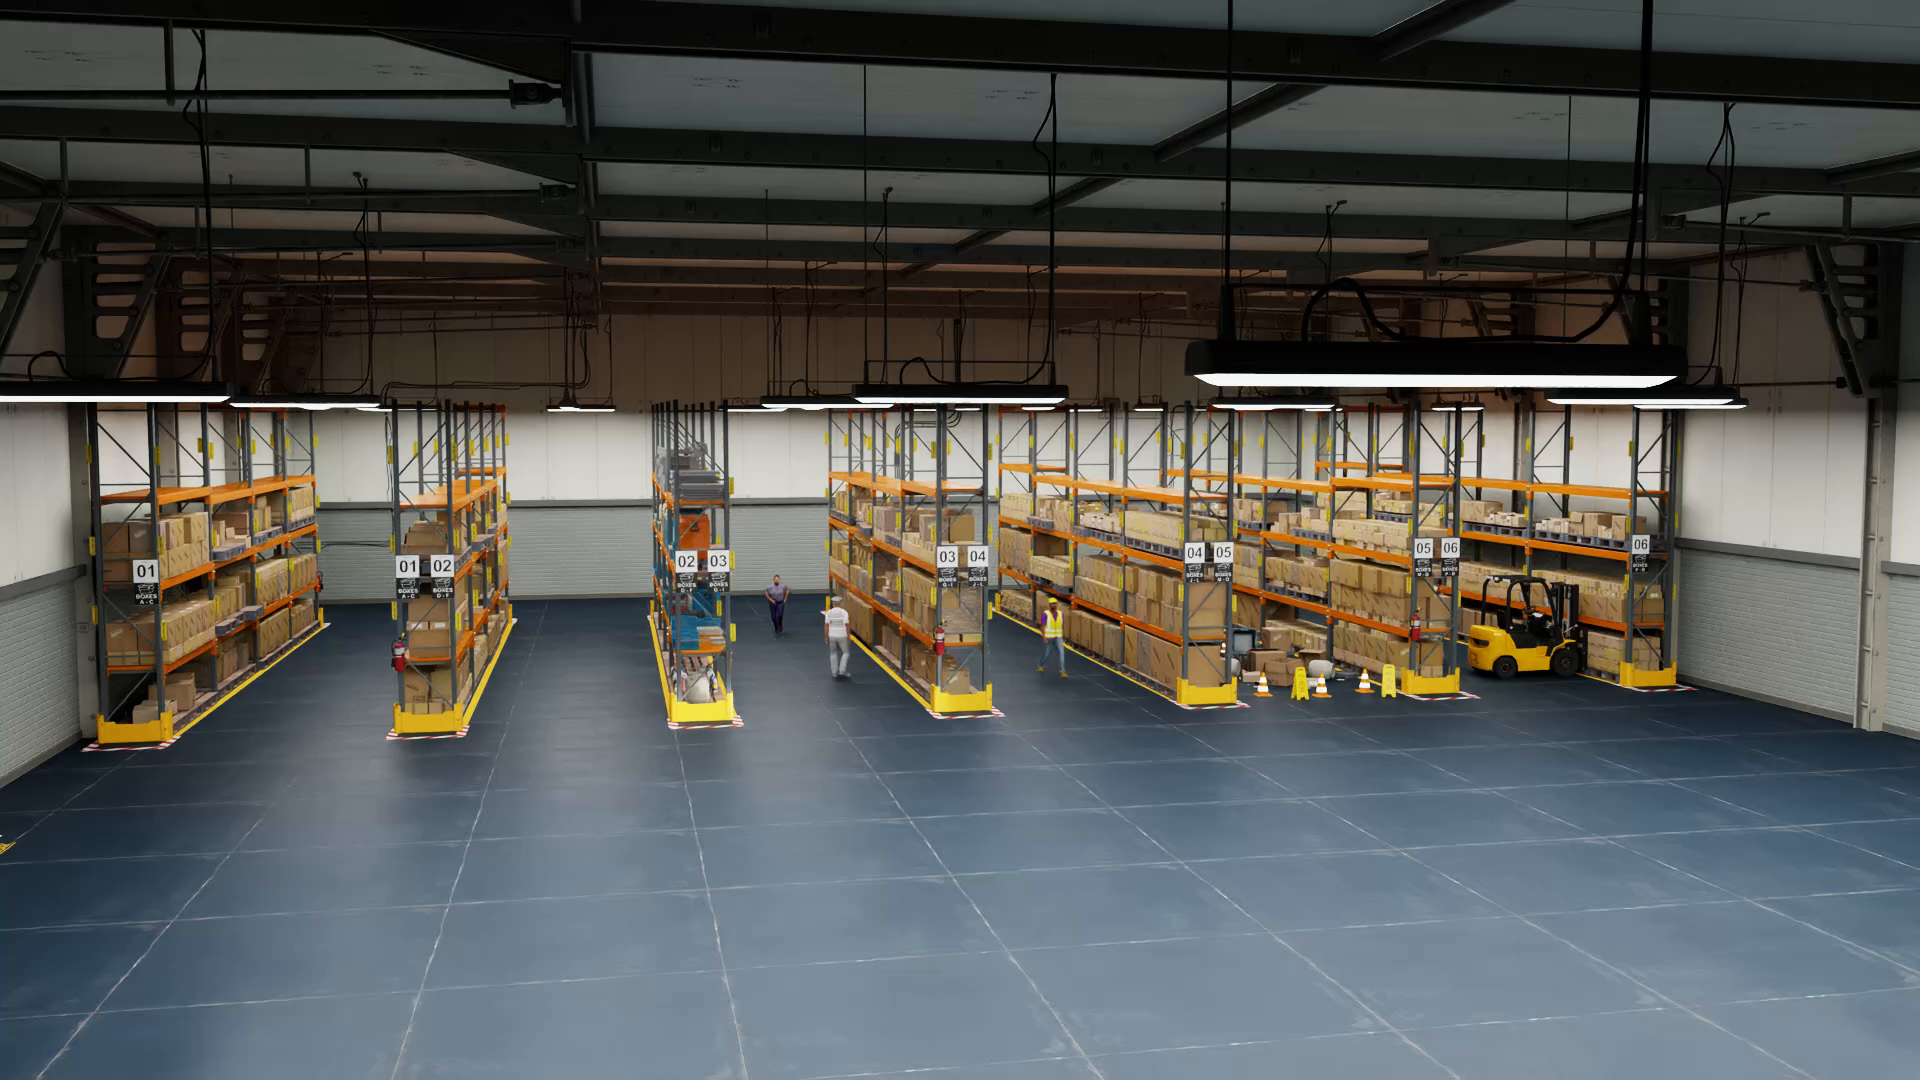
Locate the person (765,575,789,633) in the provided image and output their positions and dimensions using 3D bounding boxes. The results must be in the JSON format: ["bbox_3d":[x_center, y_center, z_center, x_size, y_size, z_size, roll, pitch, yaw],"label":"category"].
[{"bbox_3d":[-4.768,1.672,43.437,0.609,1.562,0.751,0,4,-1],"label":"person"}]

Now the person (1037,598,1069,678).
[{"bbox_3d":[2.036,2.120,36.231,0.596,1.725,1.036,-2,5,-22],"label":"person"}]

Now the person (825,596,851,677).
[{"bbox_3d":[-2.668,2.114,36.259,0.576,1.762,0.533,1,4,12],"label":"person"}]

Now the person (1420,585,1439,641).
[{"bbox_3d":[10.947,1.932,38.528,0.593,1.802,0.403,-3,5,-37],"label":"person"}]
